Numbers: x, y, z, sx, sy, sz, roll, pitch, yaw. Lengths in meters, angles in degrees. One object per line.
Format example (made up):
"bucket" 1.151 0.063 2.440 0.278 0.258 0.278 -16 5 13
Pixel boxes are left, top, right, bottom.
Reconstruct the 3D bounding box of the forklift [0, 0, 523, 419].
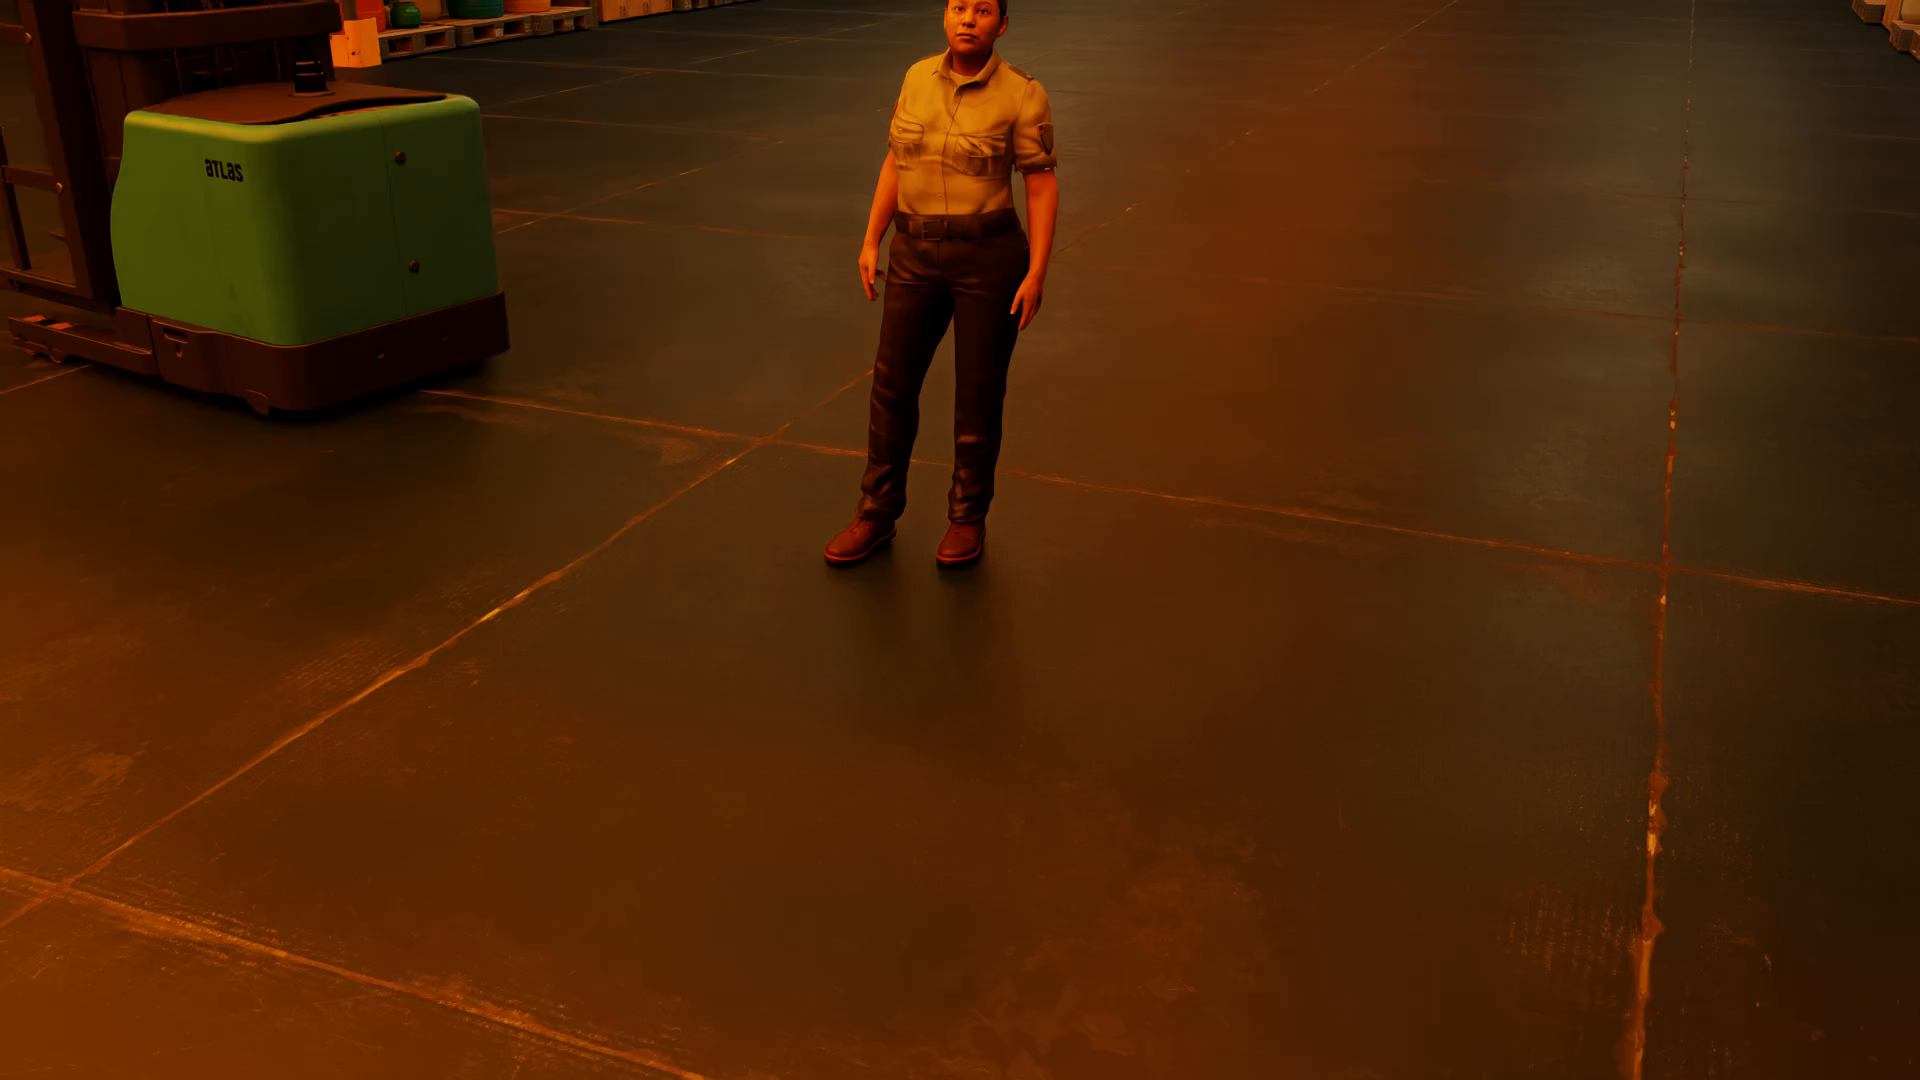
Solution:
"forklift" -3.278 -2.215 6.591 3.031 2.935 1.130 15 27 31

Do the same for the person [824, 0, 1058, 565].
"person" -0.056 -0.738 4.704 0.598 1.651 0.502 9 24 21
